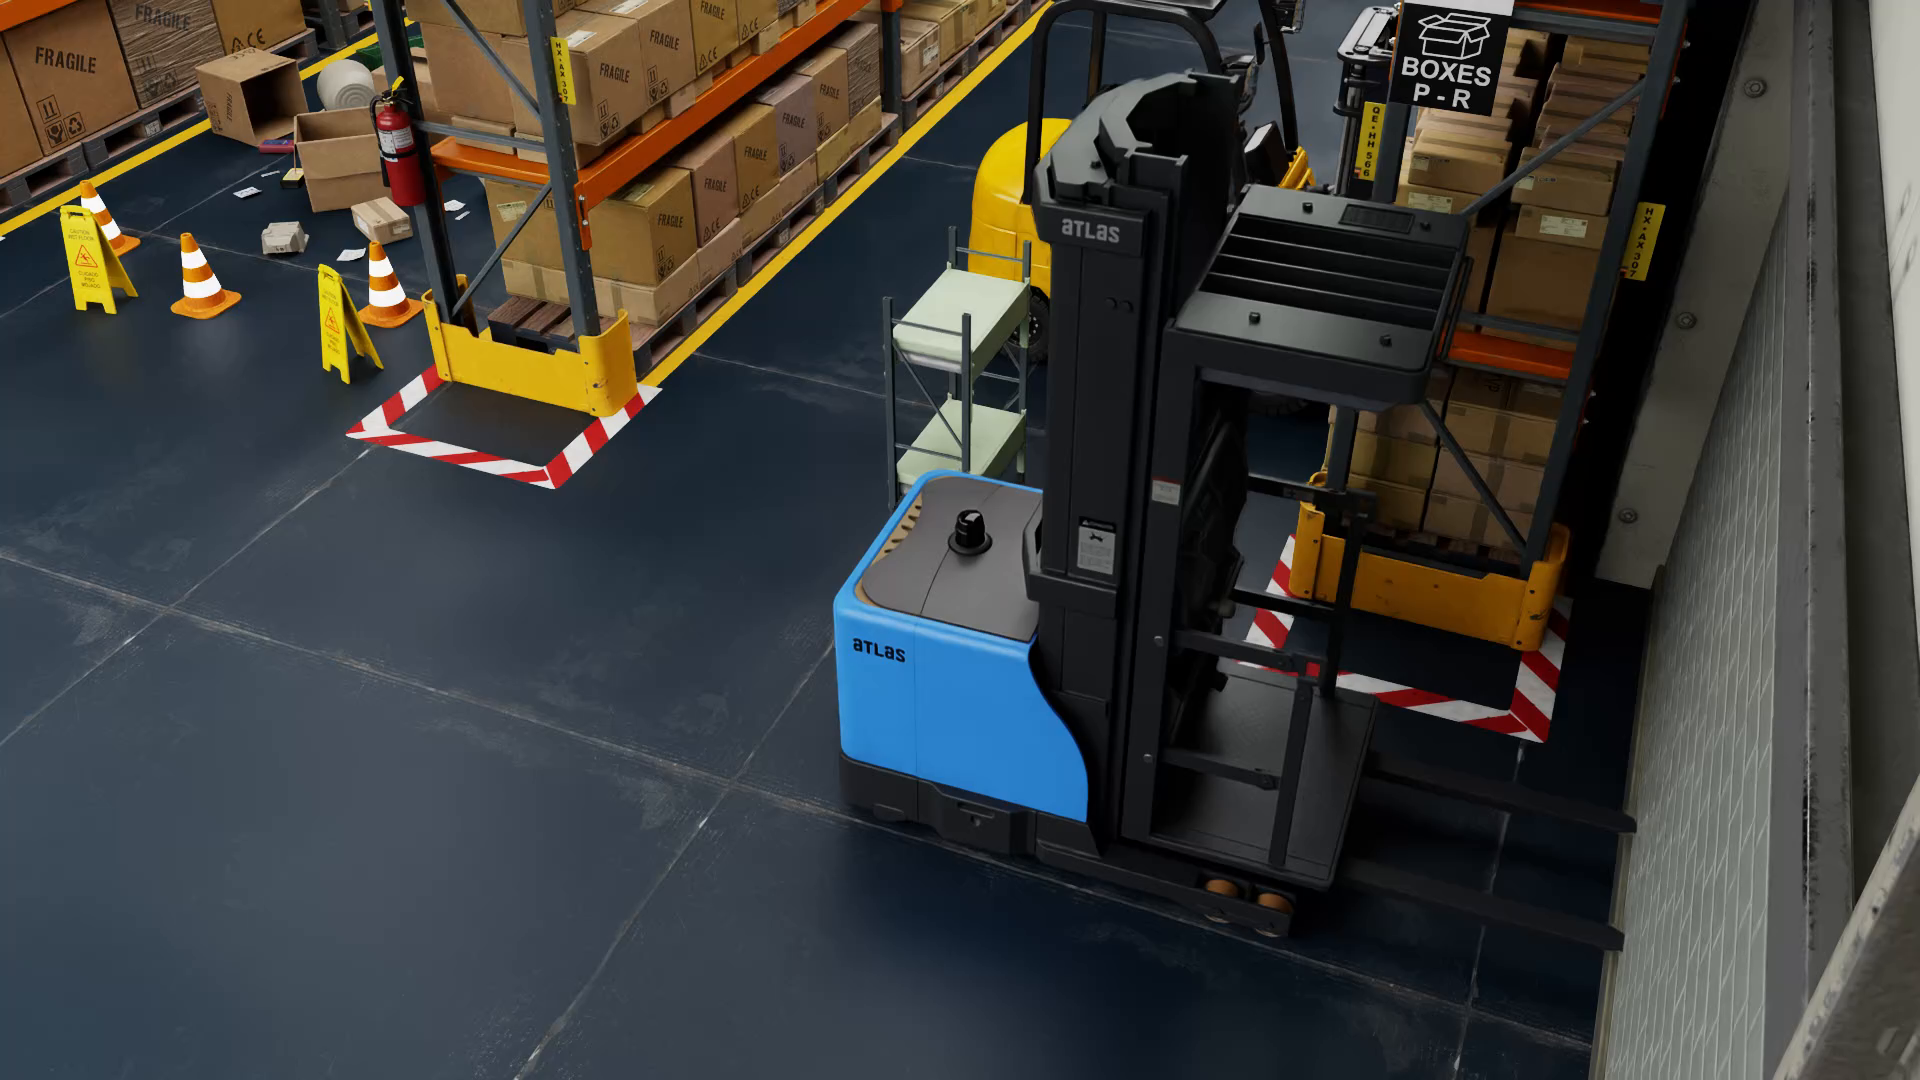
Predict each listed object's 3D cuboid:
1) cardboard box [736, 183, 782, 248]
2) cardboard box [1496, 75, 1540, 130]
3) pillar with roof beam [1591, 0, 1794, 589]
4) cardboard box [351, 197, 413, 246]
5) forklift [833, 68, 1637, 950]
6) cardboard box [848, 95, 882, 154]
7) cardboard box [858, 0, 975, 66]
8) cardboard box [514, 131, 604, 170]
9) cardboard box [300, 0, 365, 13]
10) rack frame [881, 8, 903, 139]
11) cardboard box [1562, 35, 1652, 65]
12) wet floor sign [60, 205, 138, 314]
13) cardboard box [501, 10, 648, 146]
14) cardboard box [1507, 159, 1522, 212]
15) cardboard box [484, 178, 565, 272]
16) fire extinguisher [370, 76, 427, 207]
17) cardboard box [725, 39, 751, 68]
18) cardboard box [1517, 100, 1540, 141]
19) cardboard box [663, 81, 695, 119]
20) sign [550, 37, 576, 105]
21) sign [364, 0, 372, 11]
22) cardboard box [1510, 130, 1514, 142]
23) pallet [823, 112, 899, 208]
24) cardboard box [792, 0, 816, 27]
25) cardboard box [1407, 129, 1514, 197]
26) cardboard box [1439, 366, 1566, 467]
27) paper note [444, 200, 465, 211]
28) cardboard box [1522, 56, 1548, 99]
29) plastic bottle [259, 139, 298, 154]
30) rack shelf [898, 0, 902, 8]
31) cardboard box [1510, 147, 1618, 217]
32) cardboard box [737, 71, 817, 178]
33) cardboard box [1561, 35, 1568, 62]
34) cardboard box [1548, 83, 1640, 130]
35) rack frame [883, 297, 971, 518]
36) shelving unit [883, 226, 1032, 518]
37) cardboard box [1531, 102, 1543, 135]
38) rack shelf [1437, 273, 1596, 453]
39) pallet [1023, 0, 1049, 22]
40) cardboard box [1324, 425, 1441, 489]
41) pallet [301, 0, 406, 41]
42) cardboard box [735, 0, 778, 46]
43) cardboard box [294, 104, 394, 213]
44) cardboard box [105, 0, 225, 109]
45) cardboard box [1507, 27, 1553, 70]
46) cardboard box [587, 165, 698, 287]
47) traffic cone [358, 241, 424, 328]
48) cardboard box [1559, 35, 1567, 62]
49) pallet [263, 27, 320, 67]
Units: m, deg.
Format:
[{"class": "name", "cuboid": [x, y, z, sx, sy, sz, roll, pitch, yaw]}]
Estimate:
[{"class": "cardboard box", "cuboid": [-1.468, -2.087, 10.483, 0.500, 0.250, 0.500, 16, 40, 21]}, {"class": "cardboard box", "cuboid": [2.408, -2.003, 7.551, 0.380, 0.149, 0.250, 14, 39, 18]}, {"class": "pillar with roof beam", "cuboid": [-0.719, -4.486, 6.735, 9.100, 9.000, 0.400, 14, 39, 18]}, {"class": "cardboard box", "cuboid": [-3.798, -2.094, 10.928, 0.250, 0.149, 0.380, -25, 43, -29]}, {"class": "forklift", "cuboid": [1.083, -0.044, 5.860, 3.031, 2.935, 1.130, 13, 39, 16]}, {"class": "cardboard box", "cuboid": [-0.882, -2.944, 11.629, 0.500, 0.250, 0.500, 16, 40, 20]}, {"class": "cardboard box", "cuboid": [-0.438, -4.071, 13.035, 0.950, 0.372, 0.625, 16, 40, 21]}, {"class": "cardboard box", "cuboid": [-2.107, -2.091, 8.752, 0.380, 0.149, 0.250, 14, 39, 18]}, {"class": "cardboard box", "cuboid": [-5.369, -4.968, 13.920, 1.050, 0.750, 0.750, 14, 39, 18]}, {"class": "rack frame", "cuboid": [-0.906, -4.265, 11.451, 1.000, 3.000, 0.127, 14, 39, 18]}, {"class": "cardboard box", "cuboid": [3.104, -2.328, 7.986, 0.380, 0.149, 0.250, 14, 39, 18]}, {"class": "wet floor sign", "cuboid": [-5.224, -1.712, 10.002, 0.267, 0.644, 0.232, 7, 37, 10]}, {"class": "cardboard box", "cuboid": [-1.991, -2.409, 8.636, 0.500, 0.500, 0.500, 13, 39, 17]}, {"class": "cardboard box", "cuboid": [2.568, -1.502, 7.128, 0.380, 0.149, 0.250, 14, 39, 18]}, {"class": "cardboard box", "cuboid": [-2.364, -1.921, 9.634, 0.500, 0.500, 0.500, 14, 39, 18]}, {"class": "fire extinguisher", "cuboid": [-2.898, -2.061, 8.567, 0.296, 0.674, 0.183, 14, 39, 18]}, {"class": "cardboard box", "cuboid": [-1.469, -2.943, 9.891, 0.380, 0.149, 0.250, 13, 39, 17]}, {"class": "cardboard box", "cuboid": [2.509, -1.863, 8.154, 0.500, 0.500, 0.500, 13, 39, 17]}, {"class": "cardboard box", "cuboid": [-1.709, -2.492, 9.289, 0.380, 0.149, 0.250, 14, 39, 18]}, {"class": "sign", "cuboid": [-1.926, -2.274, 8.064, 0.100, 0.325, 0.005, 14, 39, 18]}, {"class": "sign", "cuboid": [-2.934, -2.779, 8.231, 0.100, 0.325, 0.005, 14, 39, 18]}, {"class": "cardboard box", "cuboid": [2.262, -1.756, 7.468, 0.380, 0.149, 0.250, 15, 39, 19]}, {"class": "pallet", "cuboid": [-1.129, -2.769, 11.778, 1.003, 0.211, 1.213, 14, 39, 18]}, {"class": "cardboard box", "cuboid": [-1.130, -3.354, 10.442, 0.380, 0.149, 0.250, 13, 39, 17]}, {"class": "cardboard box", "cuboid": [2.105, -1.587, 6.995, 0.380, 0.149, 0.250, 14, 39, 18]}, {"class": "cardboard box", "cuboid": [2.522, -0.612, 7.675, 0.500, 0.250, 0.500, 13, 39, 17]}, {"class": "paper note", "cuboid": [-3.447, -2.270, 11.271, 0.148, 0.019, 0.142, 29, 45, 33]}, {"class": "cardboard box", "cuboid": [2.680, -2.311, 8.211, 0.380, 0.149, 0.250, 14, 39, 17]}, {"class": "plastic bottle", "cuboid": [-4.891, -2.839, 11.997, 0.283, 0.061, 0.133, 1, 37, 2]}, {"class": "rack shelf", "cuboid": [-0.145, -5.085, 13.148, 1.077, 0.370, 4.000, 14, 39, 18]}, {"class": "cardboard box", "cuboid": [2.489, -1.478, 6.849, 0.380, 0.149, 0.250, 13, 39, 17]}, {"class": "cardboard box", "cuboid": [-1.268, -2.679, 10.648, 0.500, 0.500, 0.500, 16, 40, 20]}, {"class": "cardboard box", "cuboid": [3.572, -2.591, 9.128, 0.500, 0.500, 0.500, 14, 39, 18]}, {"class": "cardboard box", "cuboid": [2.815, -1.899, 7.411, 0.380, 0.149, 0.250, 14, 39, 18]}, {"class": "rack frame", "cuboid": [-0.142, -0.394, 7.525, 0.400, 1.500, 0.023, 14, 39, 18]}, {"class": "shelving unit", "cuboid": [-0.003, -0.597, 7.796, 0.431, 1.500, 0.755, 14, 39, 18]}, {"class": "cardboard box", "cuboid": [2.974, -1.746, 7.997, 0.500, 0.500, 0.500, 13, 39, 17]}, {"class": "rack shelf", "cuboid": [2.925, -1.741, 8.675, 1.077, 0.370, 4.000, 14, 39, 18]}, {"class": "pallet", "cuboid": [0.317, -4.931, 14.670, 1.003, 0.211, 1.213, 14, 39, 18]}, {"class": "cardboard box", "cuboid": [2.060, -0.530, 7.982, 0.500, 0.250, 0.500, 13, 39, 17]}, {"class": "pallet", "cuboid": [-5.298, -4.664, 14.314, 1.003, 0.211, 1.213, 14, 39, 18]}, {"class": "cardboard box", "cuboid": [-1.418, -3.262, 9.777, 0.500, 0.500, 0.500, 13, 39, 17]}, {"class": "cardboard box", "cuboid": [-4.101, -2.600, 11.308, 0.797, 0.503, 0.637, -11, 38, -14]}, {"class": "cardboard box", "cuboid": [-6.166, -3.822, 12.282, 0.875, 0.875, 0.875, 14, 39, 18]}, {"class": "cardboard box", "cuboid": [2.683, -2.438, 8.133, 0.380, 0.149, 0.250, 14, 39, 18]}, {"class": "cardboard box", "cuboid": [-1.857, -1.815, 9.492, 0.500, 0.500, 0.500, 13, 39, 16]}, {"class": "traffic cone", "cuboid": [-3.457, -1.567, 9.959, 0.336, 0.463, 0.334, 14, 39, 18]}, {"class": "cardboard box", "cuboid": [3.093, -2.698, 9.271, 0.500, 0.500, 0.500, 15, 39, 19]}, {"class": "pallet", "cuboid": [-5.884, -3.817, 13.180, 1.003, 0.211, 1.213, 14, 39, 18]}]
